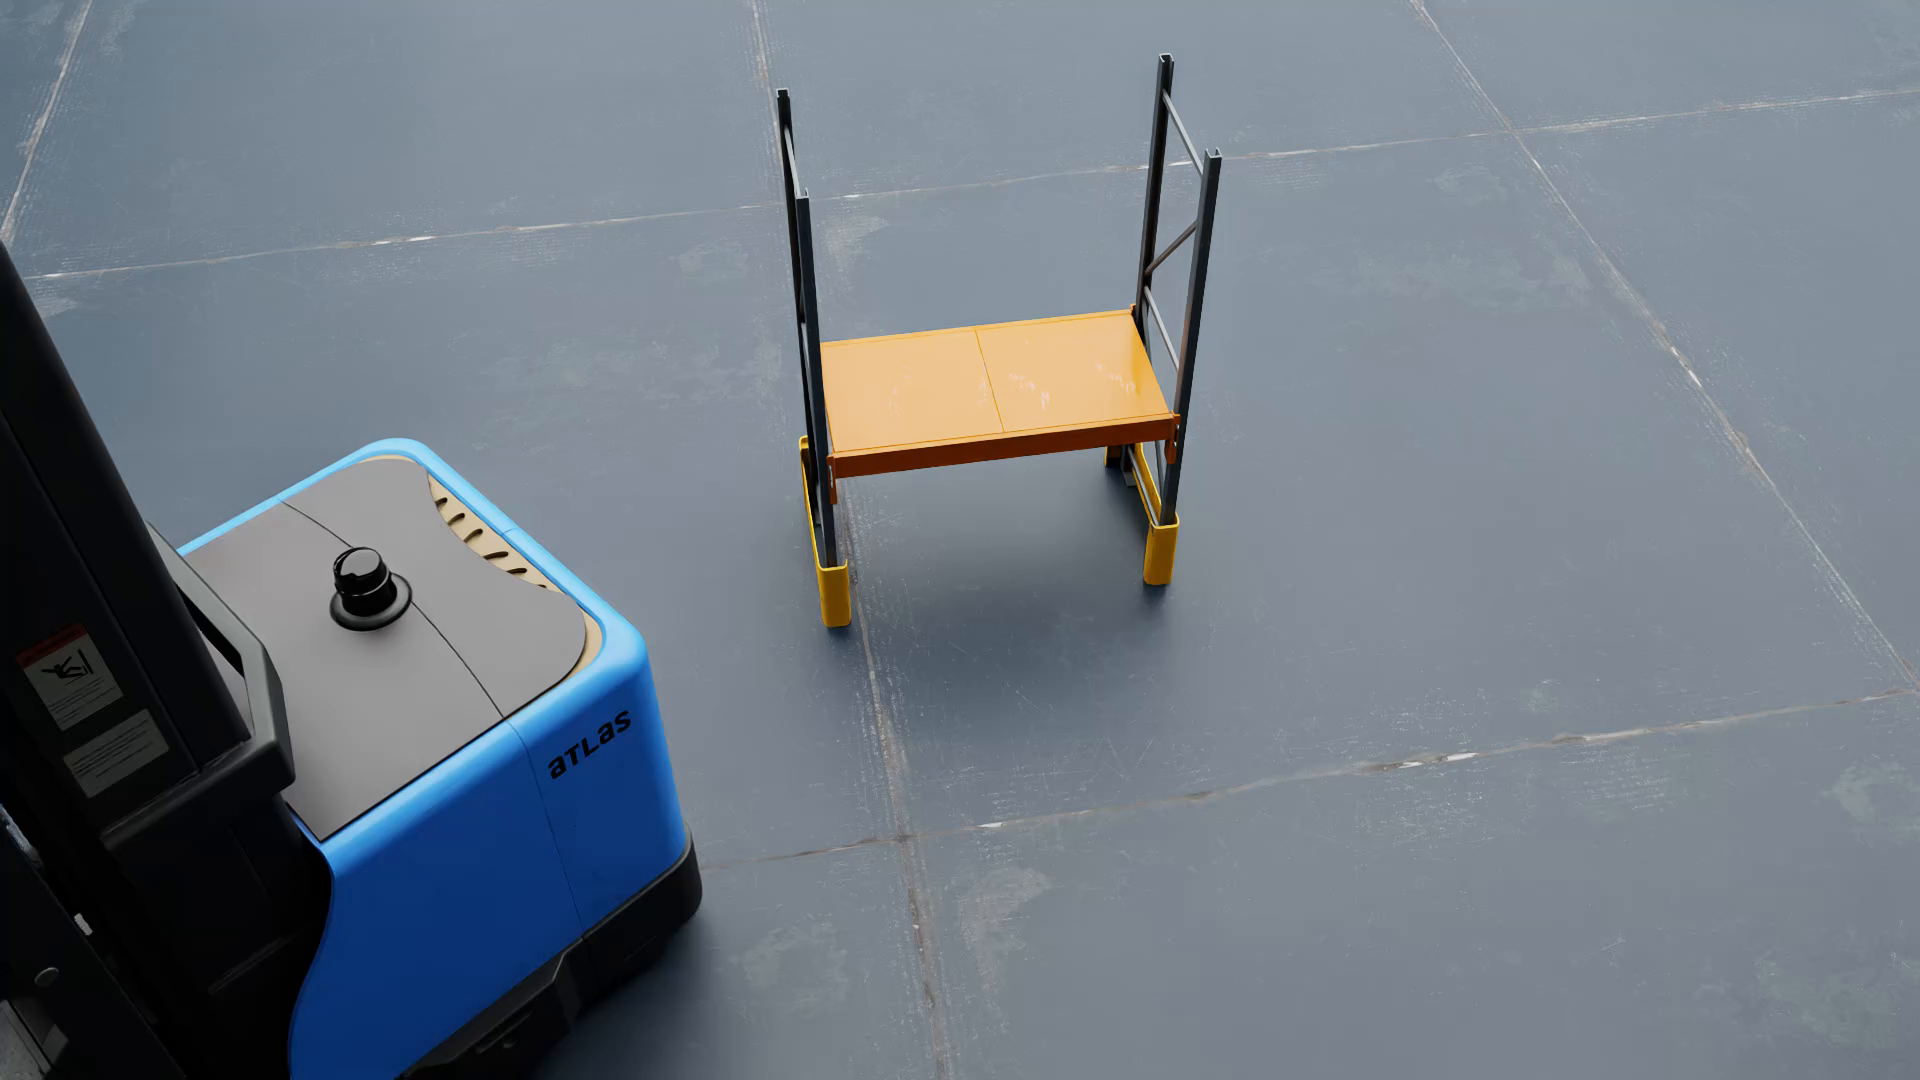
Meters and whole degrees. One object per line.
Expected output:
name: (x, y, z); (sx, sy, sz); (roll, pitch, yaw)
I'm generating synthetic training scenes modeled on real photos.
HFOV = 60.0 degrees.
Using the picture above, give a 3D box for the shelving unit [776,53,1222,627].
shelving unit: (0.075, -0.530, 4.719); (1.083, 1.500, 0.587); (-7, 46, -7)

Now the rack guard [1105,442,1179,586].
rack guard: (0.566, -0.157, 5.228); (0.087, 0.250, 0.587); (-7, 46, -7)

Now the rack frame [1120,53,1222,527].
rack frame: (0.585, -0.593, 4.780); (0.032, 1.500, 0.500); (-7, 46, -7)

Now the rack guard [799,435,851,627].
rack guard: (-0.416, -0.035, 5.110); (0.087, 0.250, 0.587); (-7, 46, -7)

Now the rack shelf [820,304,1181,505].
rack shelf: (0.084, -0.406, 4.850); (1.000, 0.185, 0.538); (-7, 46, -7)

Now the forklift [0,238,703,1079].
forklift: (-2.057, 0.452, 2.779); (1.130, 2.935, 3.031); (36, 56, 29)

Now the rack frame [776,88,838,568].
rack frame: (-0.417, -0.468, 4.660); (0.032, 1.500, 0.500); (-7, 46, -7)
